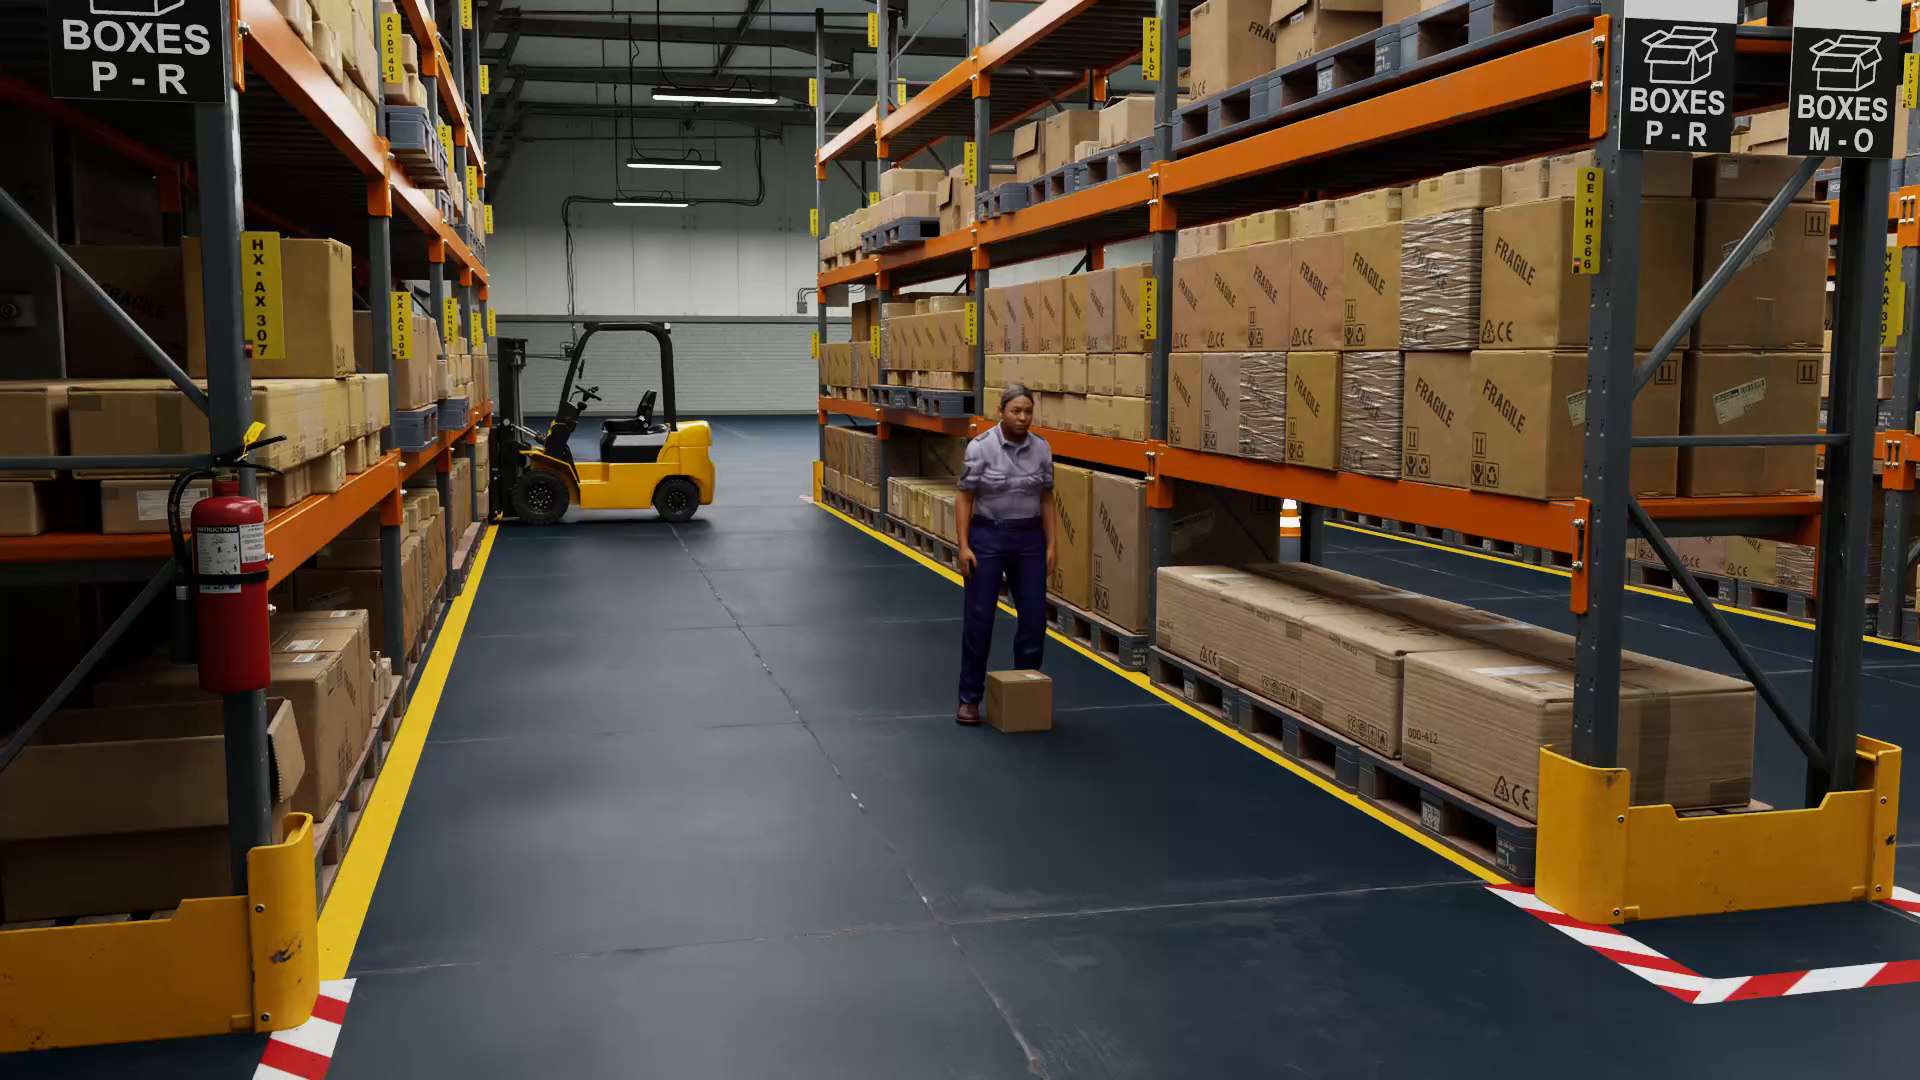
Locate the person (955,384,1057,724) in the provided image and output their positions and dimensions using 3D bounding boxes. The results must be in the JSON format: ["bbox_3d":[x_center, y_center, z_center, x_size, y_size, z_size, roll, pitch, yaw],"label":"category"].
[{"bbox_3d":[0.230,0.060,8.172,0.553,1.650,0.425,-2,7,-17],"label":"person"}]
